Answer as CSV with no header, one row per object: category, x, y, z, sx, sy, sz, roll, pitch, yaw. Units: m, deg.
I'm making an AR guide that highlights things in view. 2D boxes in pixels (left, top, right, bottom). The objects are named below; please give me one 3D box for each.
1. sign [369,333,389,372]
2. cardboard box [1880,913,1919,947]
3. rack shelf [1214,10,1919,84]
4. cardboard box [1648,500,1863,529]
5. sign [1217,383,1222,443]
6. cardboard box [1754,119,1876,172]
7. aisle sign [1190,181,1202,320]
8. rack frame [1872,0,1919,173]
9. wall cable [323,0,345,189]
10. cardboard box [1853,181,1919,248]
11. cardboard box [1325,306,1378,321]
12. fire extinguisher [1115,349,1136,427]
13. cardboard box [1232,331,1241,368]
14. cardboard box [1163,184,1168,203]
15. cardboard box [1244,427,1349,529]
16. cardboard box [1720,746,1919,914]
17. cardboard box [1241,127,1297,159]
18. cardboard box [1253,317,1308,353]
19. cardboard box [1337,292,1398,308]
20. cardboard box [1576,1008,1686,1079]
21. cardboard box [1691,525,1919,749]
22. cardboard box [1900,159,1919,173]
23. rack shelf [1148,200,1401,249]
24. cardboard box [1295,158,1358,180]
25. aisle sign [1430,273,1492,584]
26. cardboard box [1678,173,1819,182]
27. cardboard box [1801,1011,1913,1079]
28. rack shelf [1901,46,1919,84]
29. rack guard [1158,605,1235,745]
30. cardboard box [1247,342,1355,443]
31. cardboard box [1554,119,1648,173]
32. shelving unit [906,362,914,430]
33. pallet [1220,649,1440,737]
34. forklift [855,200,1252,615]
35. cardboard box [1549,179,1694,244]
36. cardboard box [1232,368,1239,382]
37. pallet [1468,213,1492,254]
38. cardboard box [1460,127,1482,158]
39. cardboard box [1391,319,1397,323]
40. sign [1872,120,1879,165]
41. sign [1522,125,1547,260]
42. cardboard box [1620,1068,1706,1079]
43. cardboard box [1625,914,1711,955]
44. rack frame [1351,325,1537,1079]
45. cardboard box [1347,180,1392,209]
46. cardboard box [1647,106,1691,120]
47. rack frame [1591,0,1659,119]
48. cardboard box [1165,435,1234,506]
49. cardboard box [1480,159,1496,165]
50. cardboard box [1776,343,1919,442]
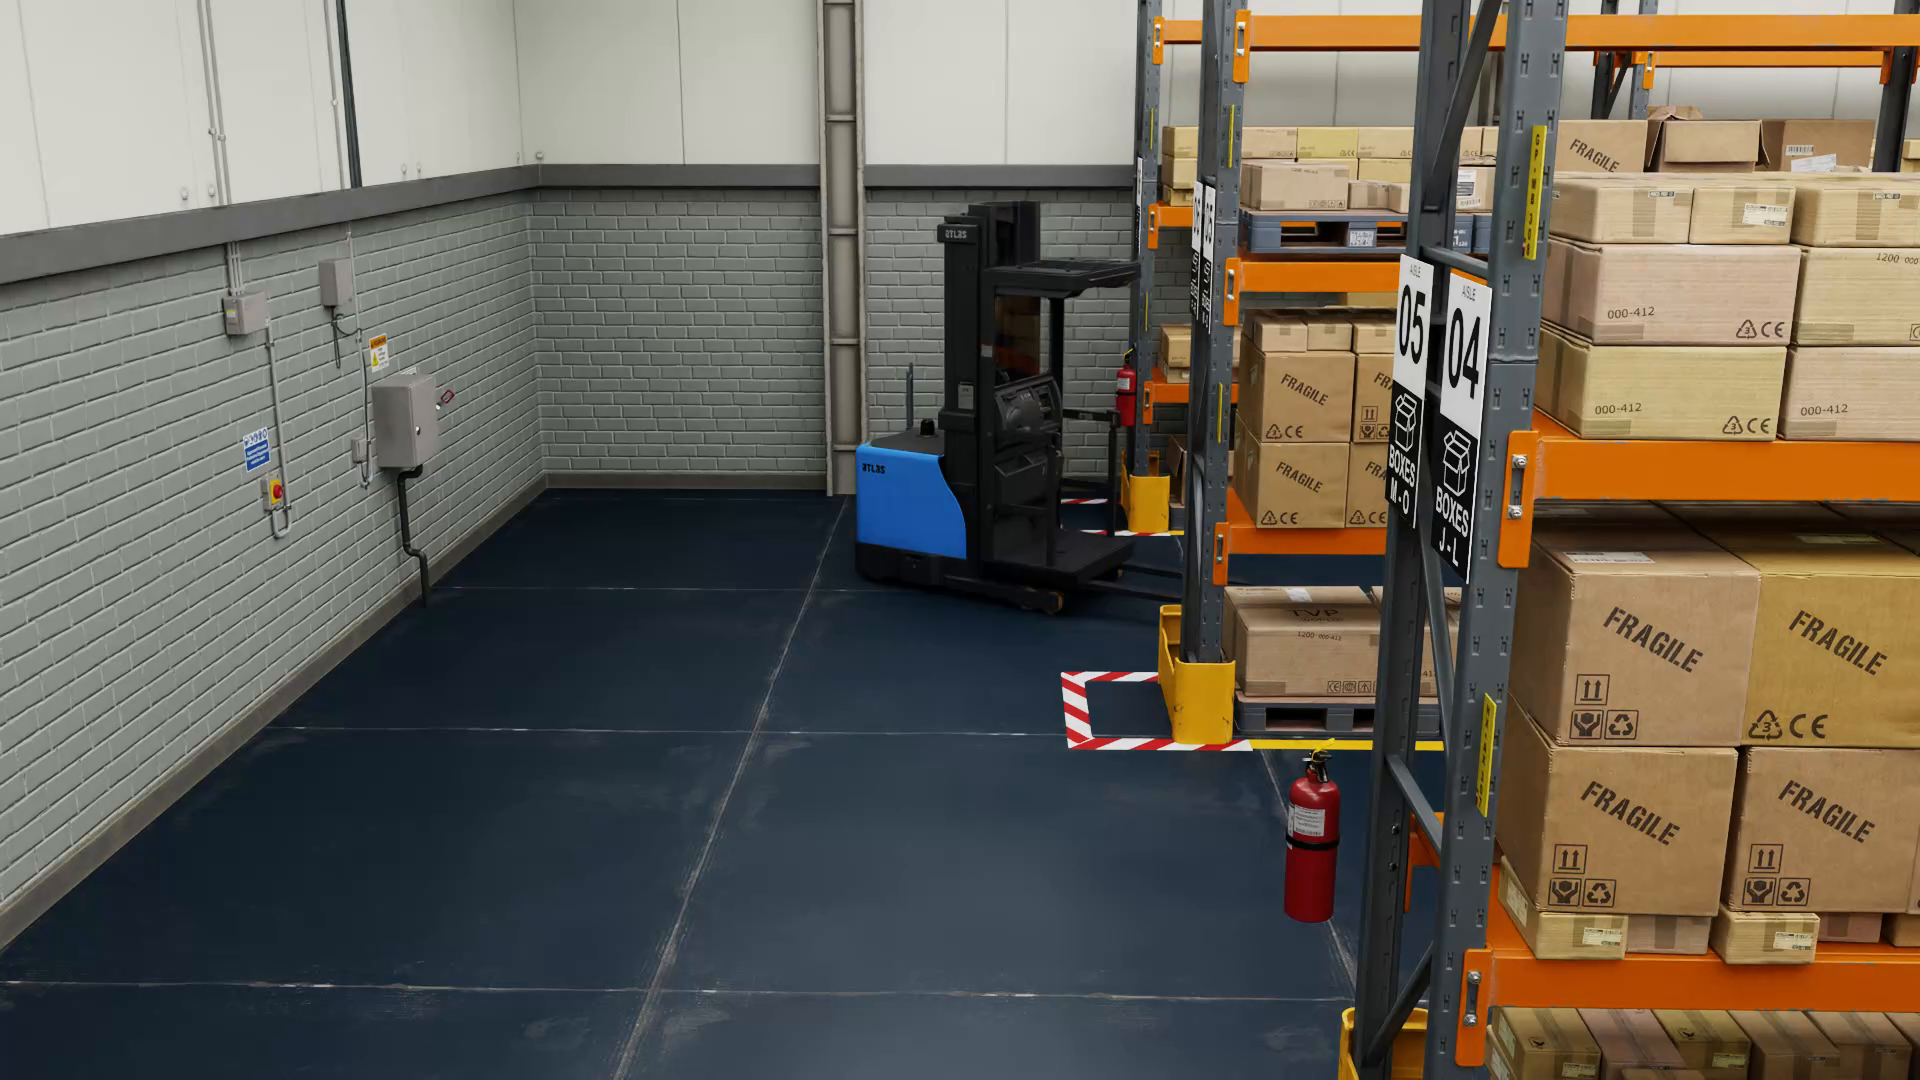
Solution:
sign,-4.174,-1.348,11.950,0.001,0.242,0.339,0,15,1
cardboard box,2.819,1.056,4.951,0.250,0.149,0.380,0,15,1
rack shelf,3.472,-2.742,9.288,4.000,0.370,1.077,0,15,1
cardboard box,2.418,0.135,5.211,0.500,0.500,0.500,0,15,0
sign,1.453,-0.711,9.303,0.005,0.325,0.100,0,15,1
cardboard box,4.889,-2.177,9.617,0.500,0.500,0.500,1,15,2
aisle sign,1.409,-1.732,9.930,0.004,0.787,0.394,0,15,1
rack frame,5.472,-3.270,9.096,0.127,3.000,1.000,0,15,1
wall cable,-4.199,-3.453,9.790,0.029,3.000,2.355,0,15,1
cardboard box,2.532,-0.857,4.359,0.250,0.149,0.380,1,15,2
cardboard box,2.351,-1.314,10.014,0.250,0.149,0.380,0,15,1
fire extinguisher,1.437,-1.327,14.372,0.183,0.674,0.296,0,15,1
cardboard box,2.547,-1.658,14.455,0.500,0.250,0.500,1,15,2
cardboard box,1.922,-3.047,14.623,0.250,0.149,0.380,1,15,3
cardboard box,1.945,-0.368,9.658,0.500,0.500,0.500,0,15,1
cardboard box,2.425,0.745,4.855,0.500,0.500,0.500,0,15,2
cardboard box,2.541,-3.350,14.008,0.500,0.250,0.500,0,15,1
cardboard box,1.821,-1.168,9.461,0.250,0.149,0.380,1,15,3
cardboard box,3.542,-2.014,14.335,0.500,0.500,0.500,1,15,3
cardboard box,2.233,1.710,5.577,0.250,0.149,0.380,1,15,3
cardboard box,2.394,0.264,4.721,0.500,0.500,0.500,1,15,3
cardboard box,7.947,-3.136,13.979,0.250,0.149,0.380,1,15,3
rack shelf,3.595,-2.751,14.418,4.000,0.370,1.077,0,15,1
cardboard box,3.052,-3.106,14.064,0.500,0.250,0.500,0,15,0
aisle sign,1.367,-0.314,4.553,0.004,0.787,0.394,0,15,1
cardboard box,2.288,-0.990,4.864,0.250,0.149,0.380,0,15,0
cardboard box,3.022,1.685,5.673,0.250,0.149,0.380,1,15,4
rack shelf,7.471,-2.716,9.189,4.000,0.370,1.077,0,15,1
rack guard,1.449,0.813,10.279,0.348,0.500,1.175,0,15,1
cardboard box,1.945,-0.852,9.532,0.500,0.500,0.500,0,15,0
cardboard box,3.484,-2.094,9.303,0.500,0.500,0.500,1,15,2
shelving unit,0.085,-0.725,14.147,1.048,1.500,0.538,0,15,1
pallet,2.274,0.938,10.372,1.213,0.211,1.003,0,15,1
forklift,0.696,-1.022,12.468,3.031,2.935,1.130,9,17,30
cardboard box,1.765,-0.885,4.466,0.250,0.149,0.380,0,15,1
cardboard box,2.436,-1.485,14.582,0.250,0.149,0.380,0,15,1
pallet,3.437,-1.794,9.553,1.213,0.211,1.003,0,15,1
cardboard box,4.070,-3.347,13.998,0.500,0.250,0.500,1,15,2
cardboard box,2.605,-1.157,9.417,0.250,0.149,0.380,0,15,0
sign,5.476,-2.361,9.897,0.005,0.325,0.100,0,15,1
sign,1.434,-0.867,4.154,0.005,0.325,0.100,0,15,1
cardboard box,2.241,1.816,5.175,0.250,0.149,0.380,1,15,2
cardboard box,2.018,1.066,4.914,0.250,0.149,0.380,1,15,3
rack frame,1.447,0.867,5.173,0.127,3.000,1.000,0,15,1
cardboard box,2.346,-2.014,9.686,0.250,0.149,0.380,-1,15,-3
cardboard box,5.887,-3.469,13.807,0.258,0.266,0.396,0,15,1
rack frame,5.595,-4.536,13.894,0.127,3.000,1.000,0,15,1
cardboard box,2.205,-0.629,14.916,0.637,0.503,0.797,0,15,-1
cardboard box,4.586,-3.097,14.030,0.500,0.250,0.500,0,15,0
cardboard box,2.416,-0.438,4.534,0.500,0.250,0.500,1,15,3
